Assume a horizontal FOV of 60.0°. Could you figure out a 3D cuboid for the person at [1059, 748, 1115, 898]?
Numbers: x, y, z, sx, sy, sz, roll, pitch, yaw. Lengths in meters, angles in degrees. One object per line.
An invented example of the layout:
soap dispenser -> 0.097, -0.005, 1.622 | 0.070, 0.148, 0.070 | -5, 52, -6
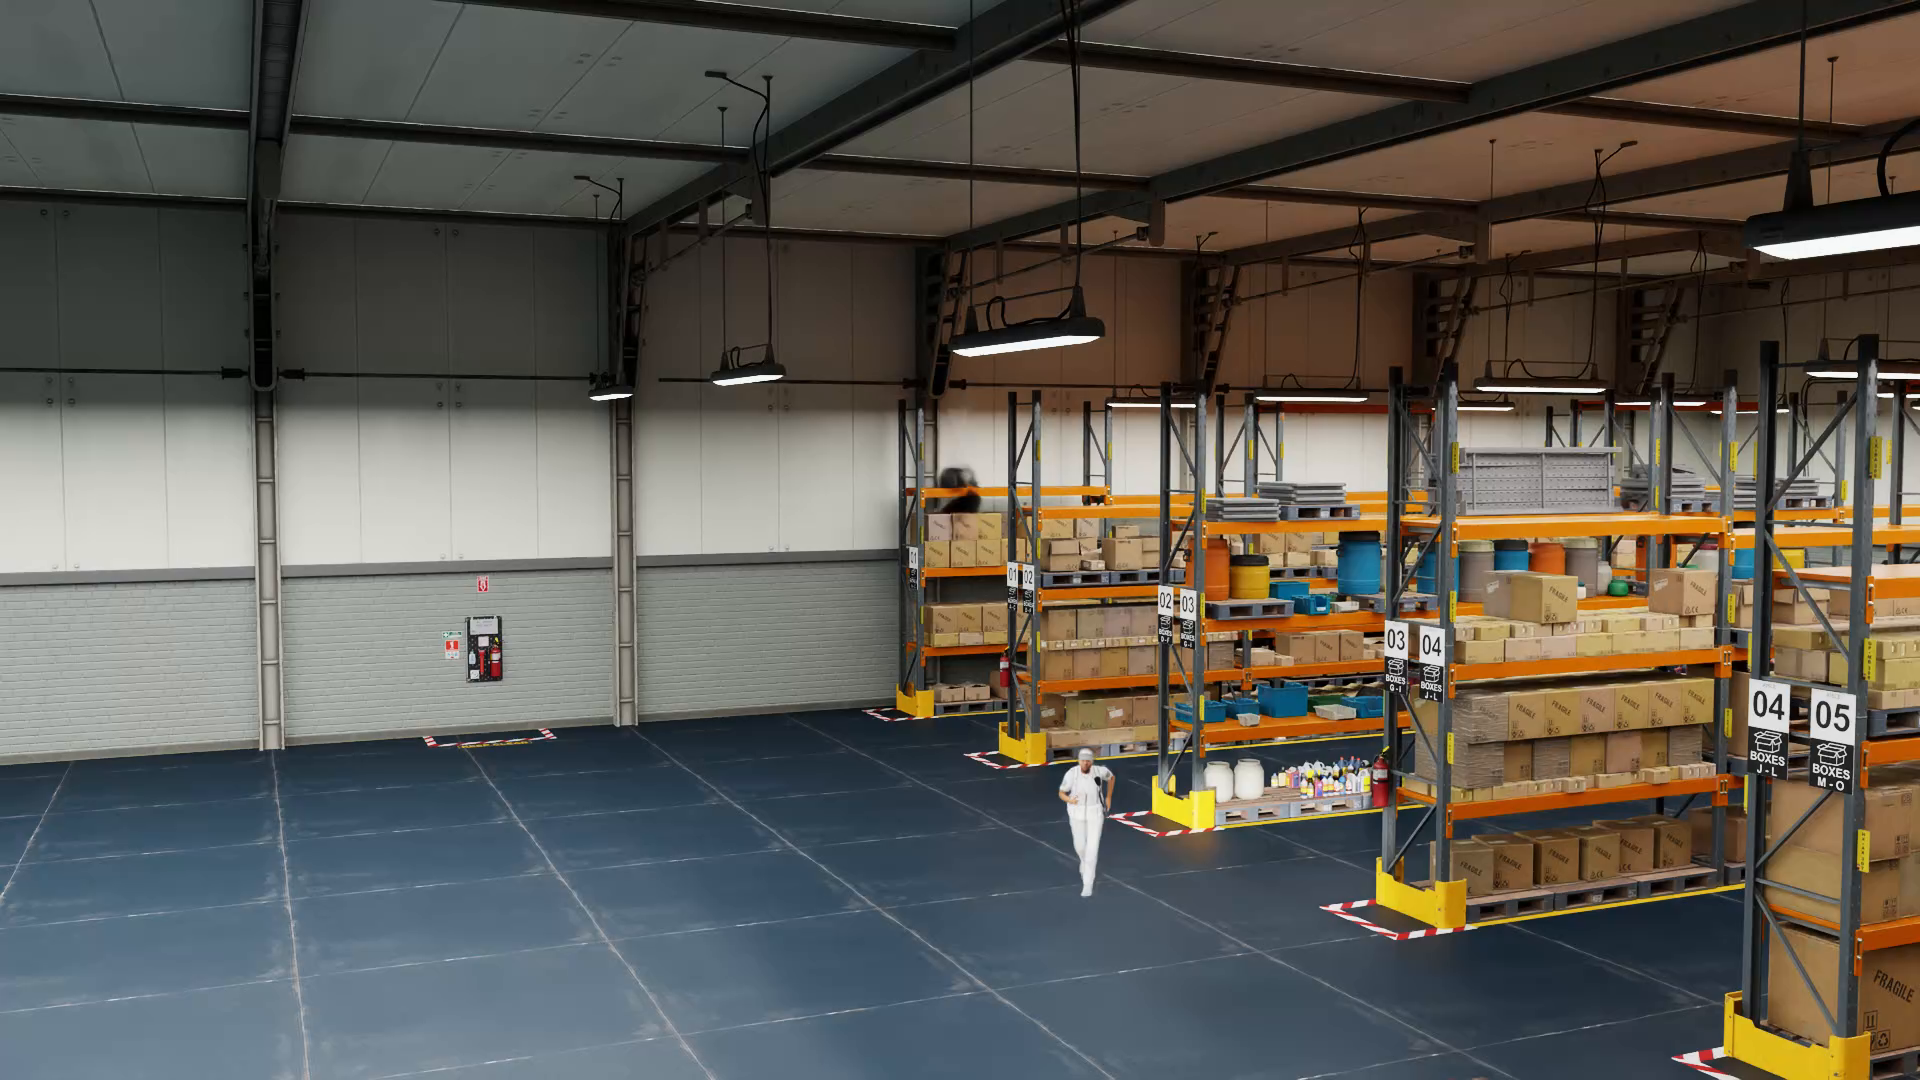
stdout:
person -> 1.475, 3.233, 19.306 | 0.634, 1.693, 0.929 | 0, 3, 8
